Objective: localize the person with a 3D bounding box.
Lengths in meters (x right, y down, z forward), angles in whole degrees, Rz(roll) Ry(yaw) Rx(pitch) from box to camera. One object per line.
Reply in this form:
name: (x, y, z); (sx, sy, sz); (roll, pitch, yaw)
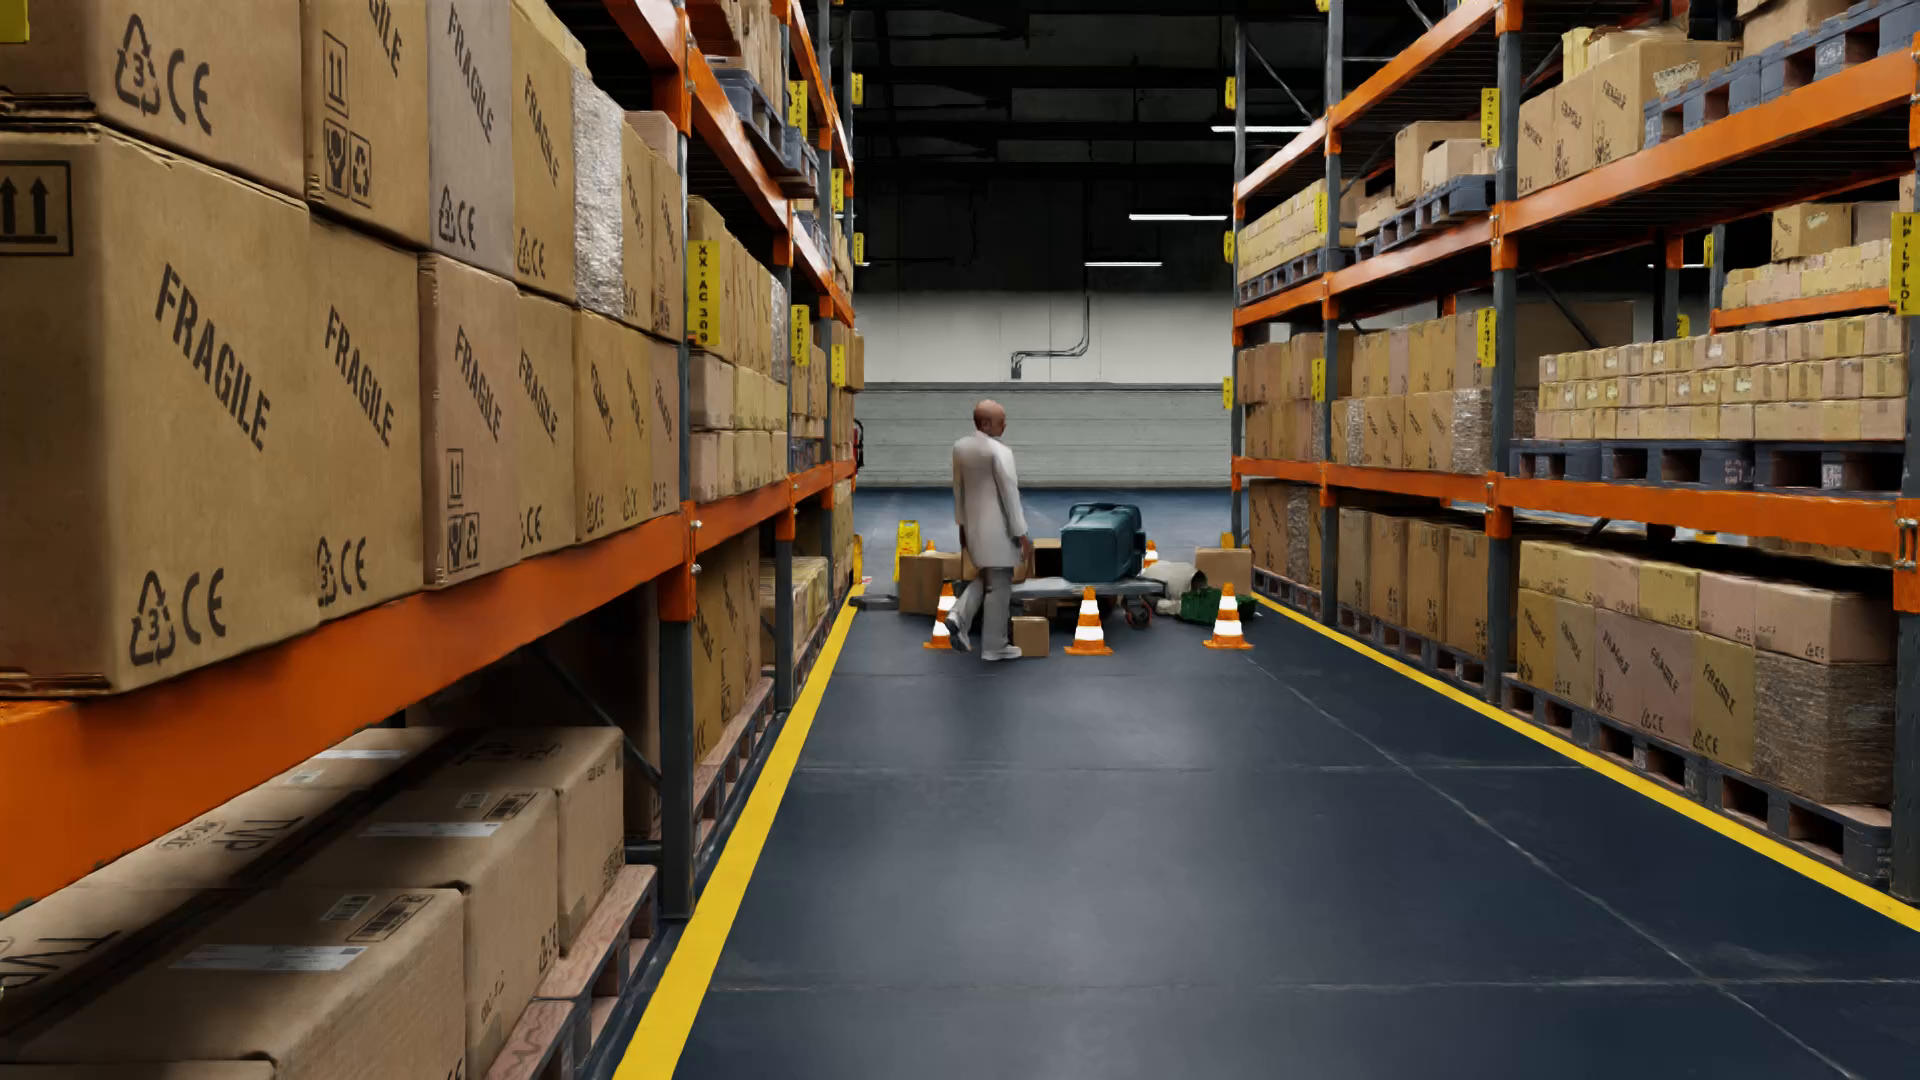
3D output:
person: (0.216, -0.061, 11.140); (0.647, 1.752, 0.650); (-3, 5, -39)
